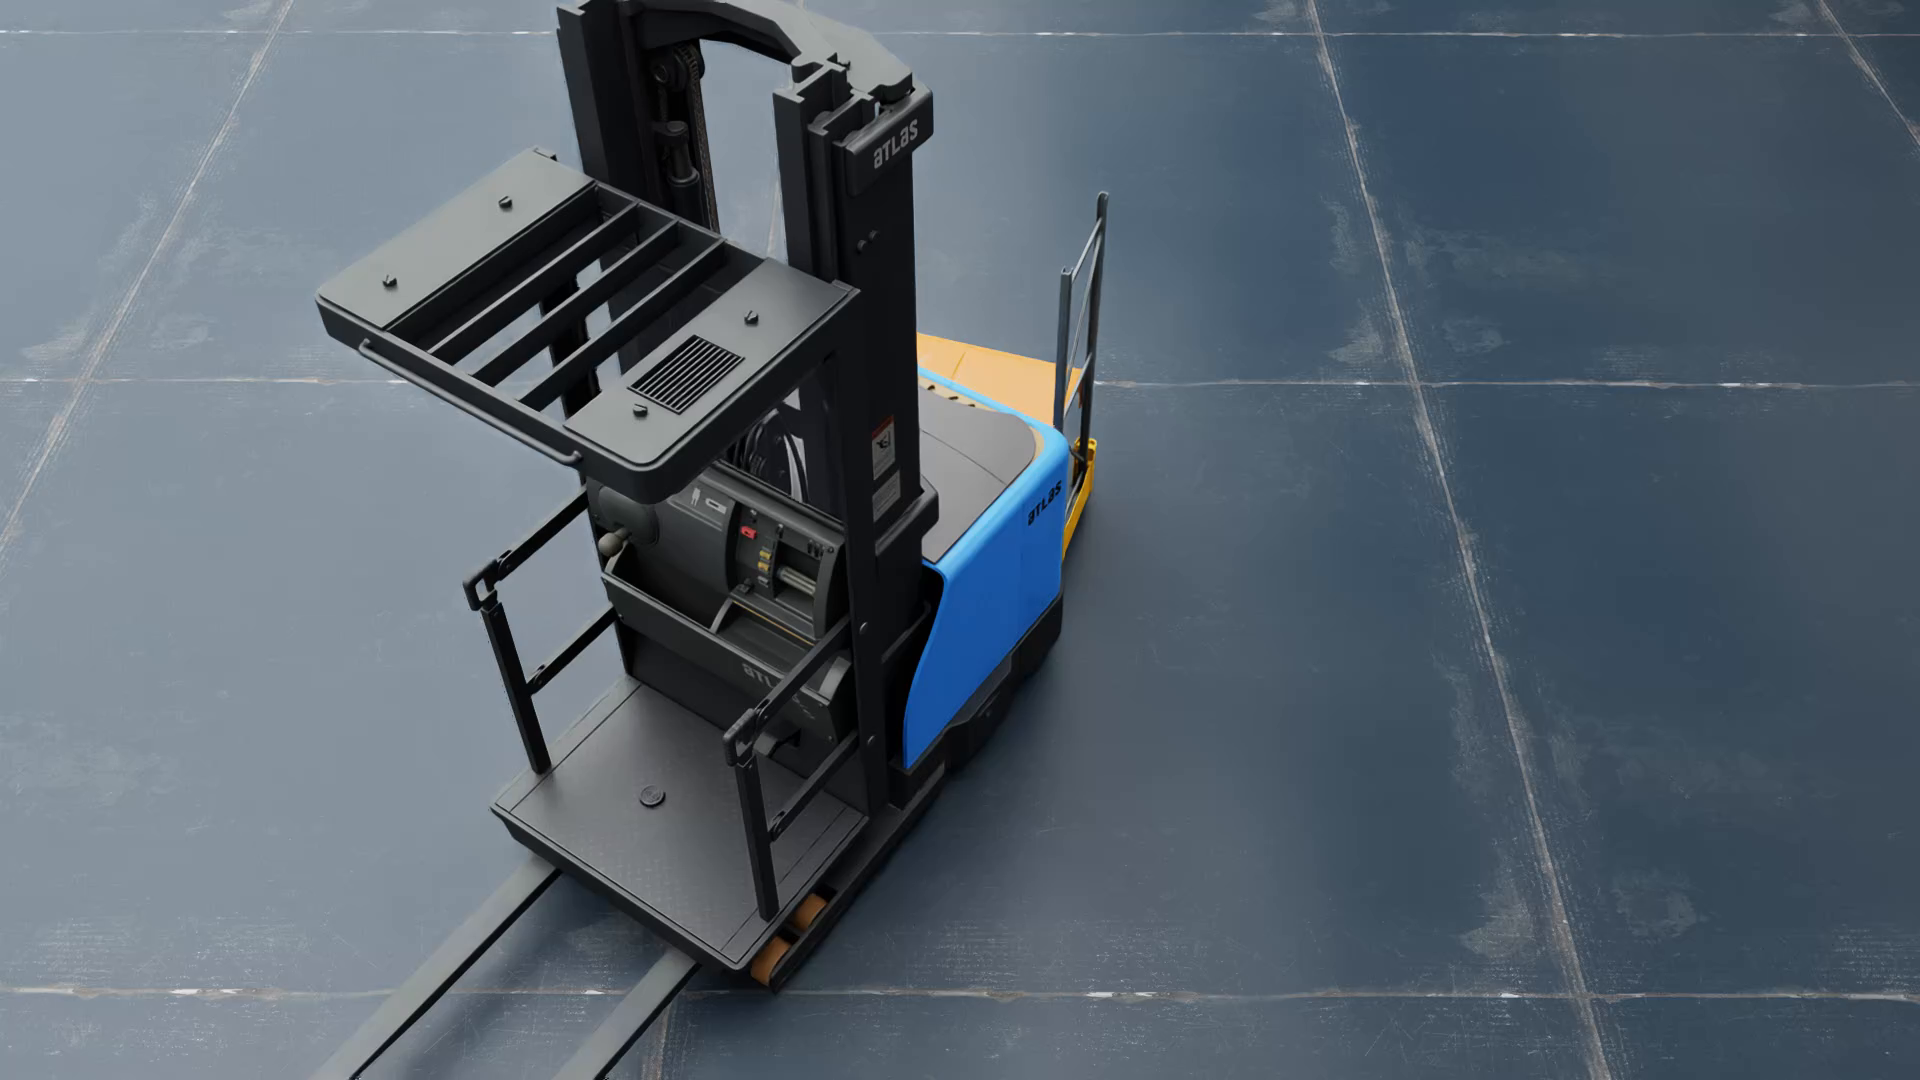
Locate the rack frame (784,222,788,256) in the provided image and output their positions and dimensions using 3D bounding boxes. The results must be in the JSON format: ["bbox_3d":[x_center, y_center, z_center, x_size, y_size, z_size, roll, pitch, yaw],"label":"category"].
[{"bbox_3d":[-0.525,-0.802,6.552,0.032,1.500,0.500,14,49,13],"label":"rack frame"}]

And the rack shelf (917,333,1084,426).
[{"bbox_3d":[-0.045,-0.558,6.572,1.000,0.185,0.538,14,49,13],"label":"rack shelf"}]

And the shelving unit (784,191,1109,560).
[{"bbox_3d":[-0.036,-0.679,6.438,1.083,1.500,0.587,14,49,13],"label":"shelving unit"}]

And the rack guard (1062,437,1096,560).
[{"bbox_3d":[0.435,-0.134,6.785,0.087,0.250,0.587,14,49,13],"label":"rack guard"}]

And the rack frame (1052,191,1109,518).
[{"bbox_3d":[0.436,-0.560,6.327,0.032,1.500,0.500,14,49,13],"label":"rack frame"}]

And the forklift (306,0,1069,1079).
[{"bbox_3d":[-0.857,0.061,4.772,1.130,2.935,3.031,27,53,23],"label":"forklift"}]
